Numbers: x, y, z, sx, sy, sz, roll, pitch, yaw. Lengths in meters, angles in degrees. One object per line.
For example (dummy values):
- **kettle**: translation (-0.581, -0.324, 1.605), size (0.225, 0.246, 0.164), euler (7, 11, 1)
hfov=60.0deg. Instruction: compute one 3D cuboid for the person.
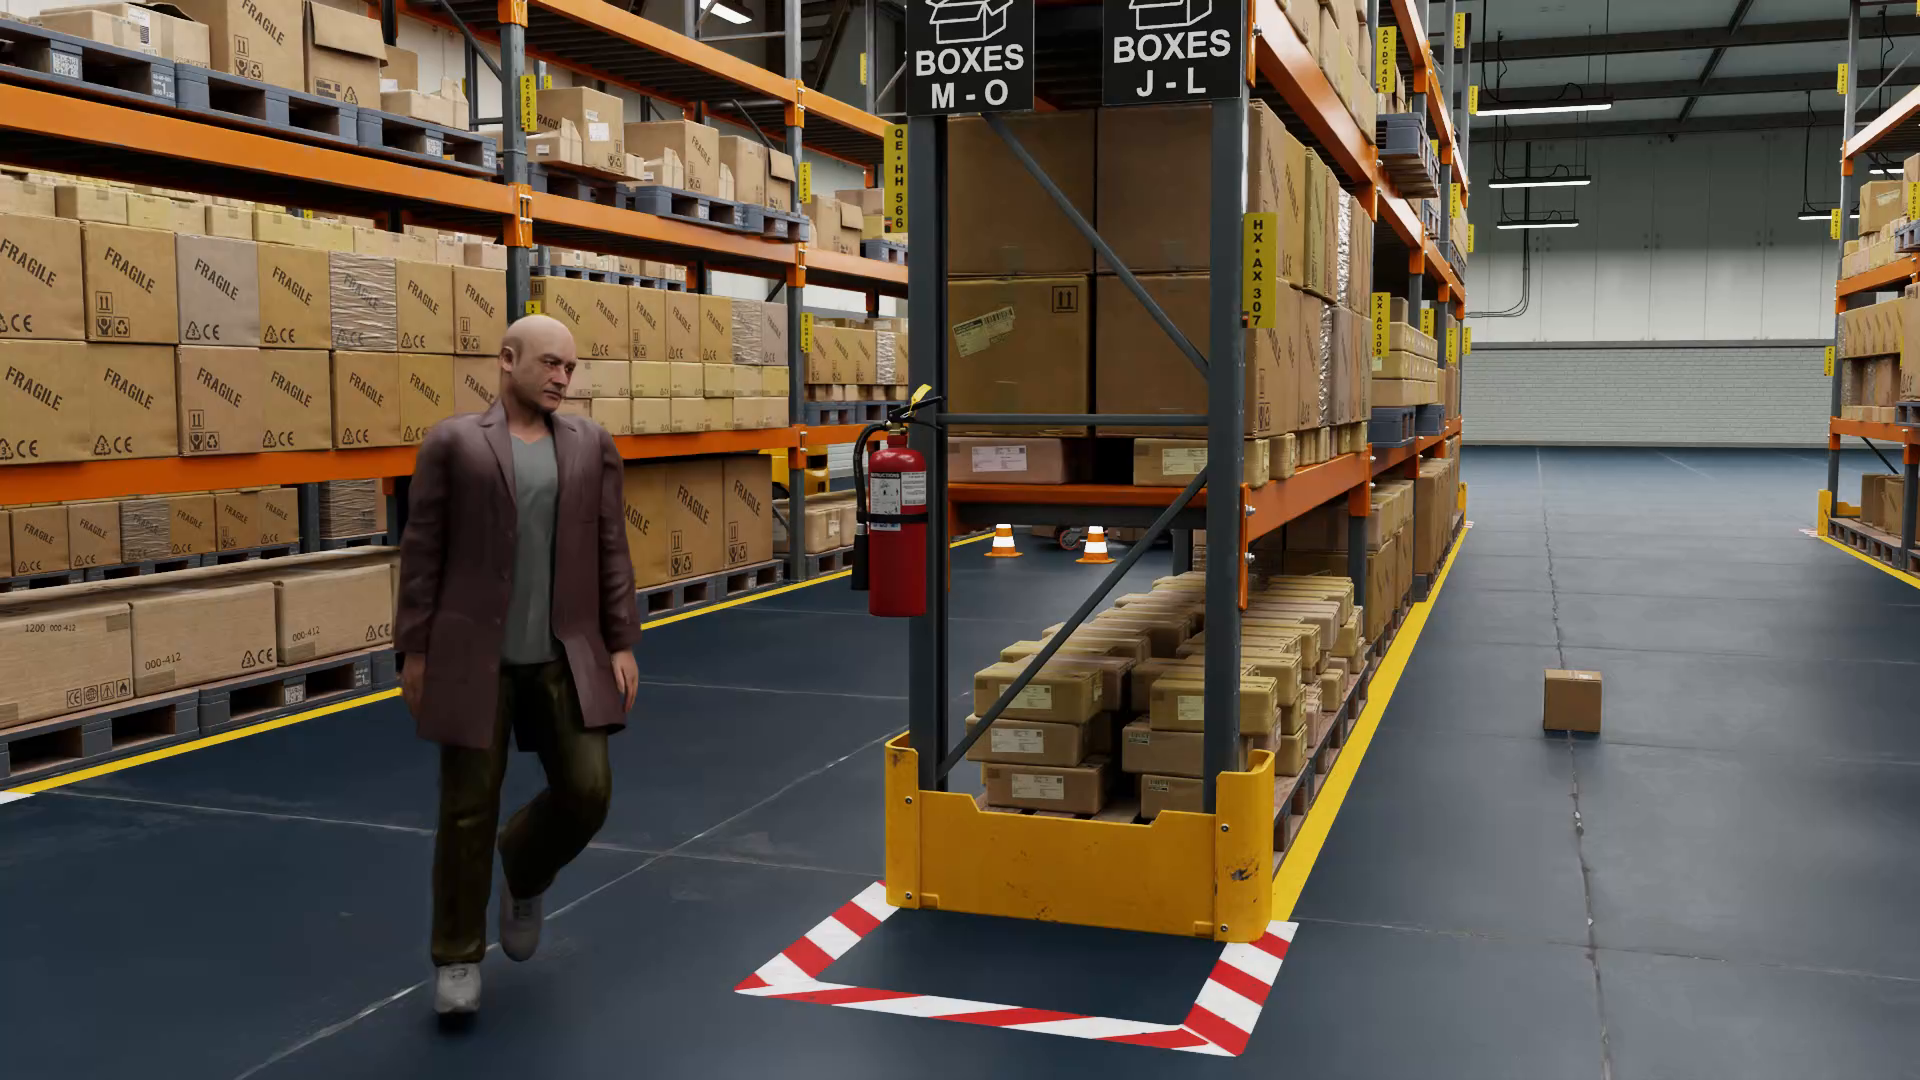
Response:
- **person**: translation (-1.147, 0.296, 4.348), size (0.638, 1.761, 0.561), euler (-2, 6, -23)
